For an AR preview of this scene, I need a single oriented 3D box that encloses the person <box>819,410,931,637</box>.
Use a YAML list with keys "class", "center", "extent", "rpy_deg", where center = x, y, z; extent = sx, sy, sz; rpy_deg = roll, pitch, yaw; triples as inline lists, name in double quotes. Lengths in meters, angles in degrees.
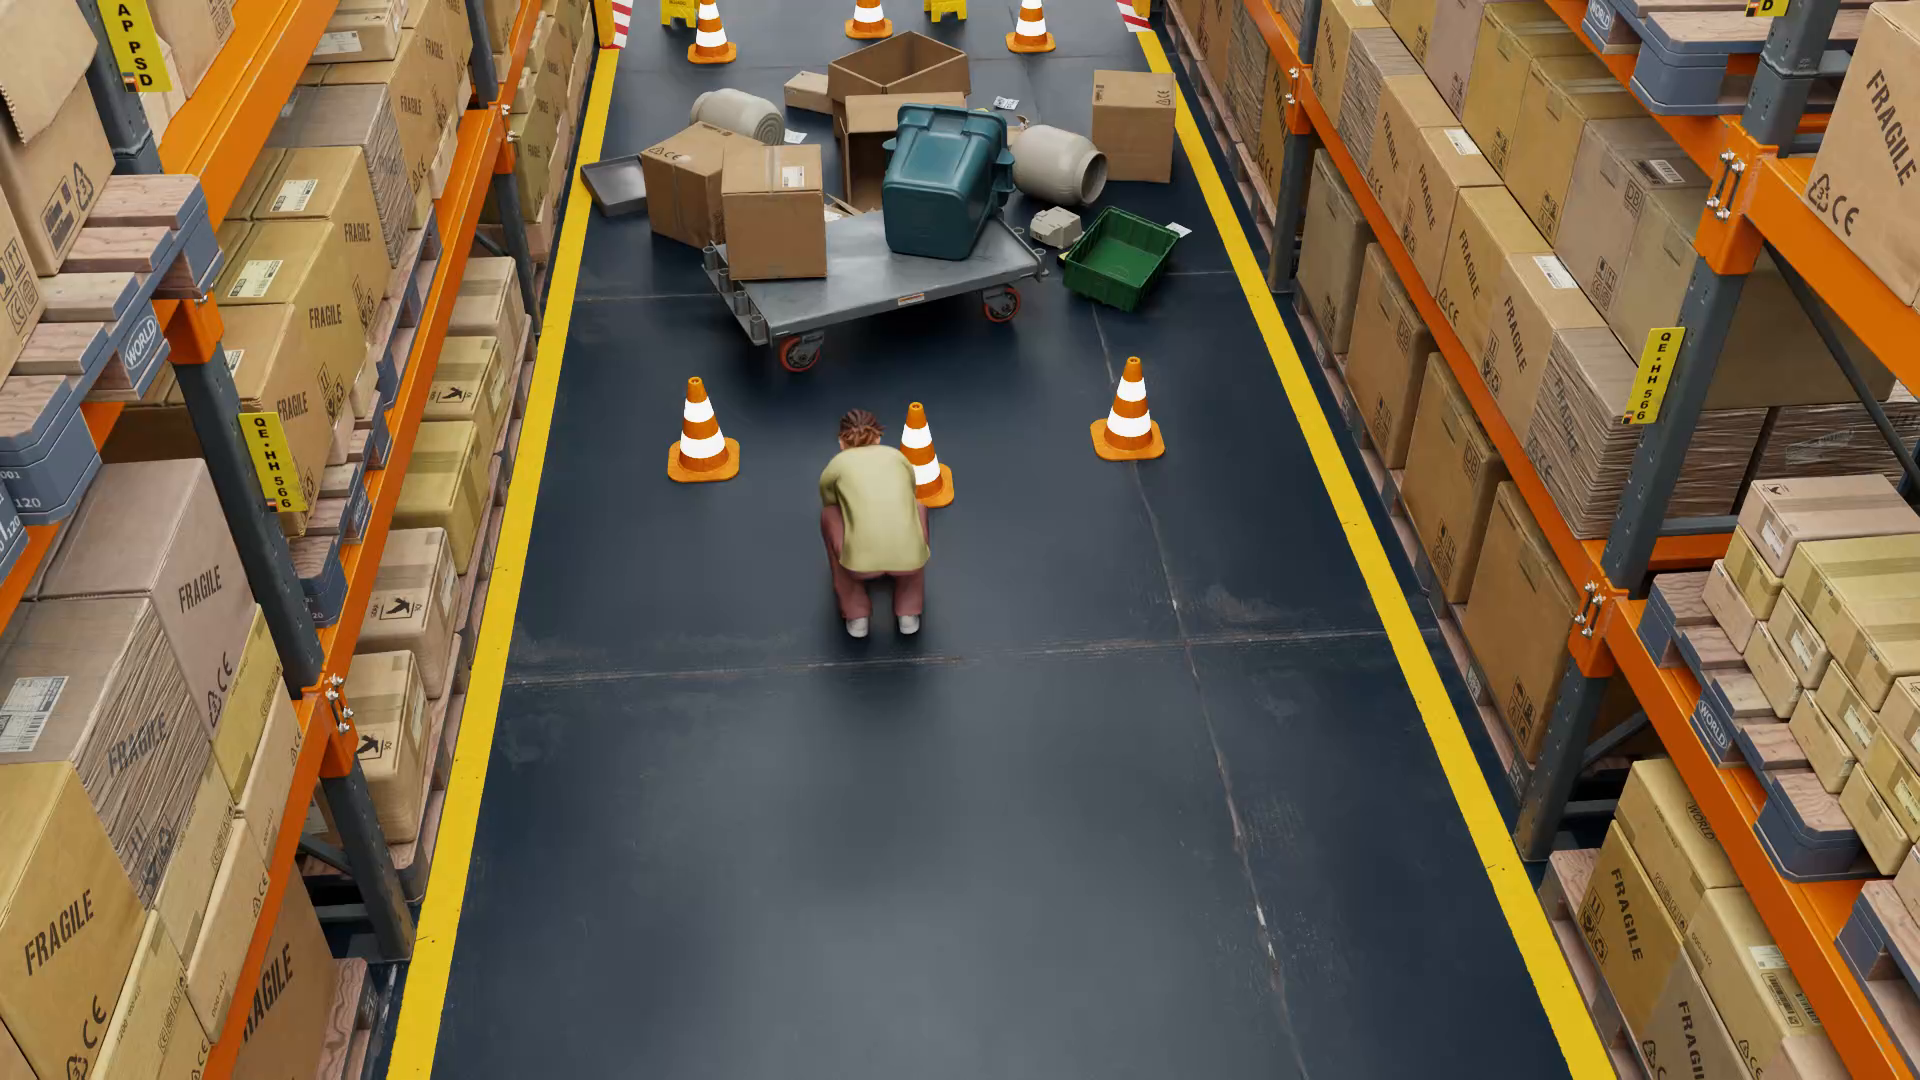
- class: "person"
  center: [-0.356, -0.064, 6.987]
  extent: [0.458, 0.762, 0.859]
  rpy_deg: [-4, 39, -5]
